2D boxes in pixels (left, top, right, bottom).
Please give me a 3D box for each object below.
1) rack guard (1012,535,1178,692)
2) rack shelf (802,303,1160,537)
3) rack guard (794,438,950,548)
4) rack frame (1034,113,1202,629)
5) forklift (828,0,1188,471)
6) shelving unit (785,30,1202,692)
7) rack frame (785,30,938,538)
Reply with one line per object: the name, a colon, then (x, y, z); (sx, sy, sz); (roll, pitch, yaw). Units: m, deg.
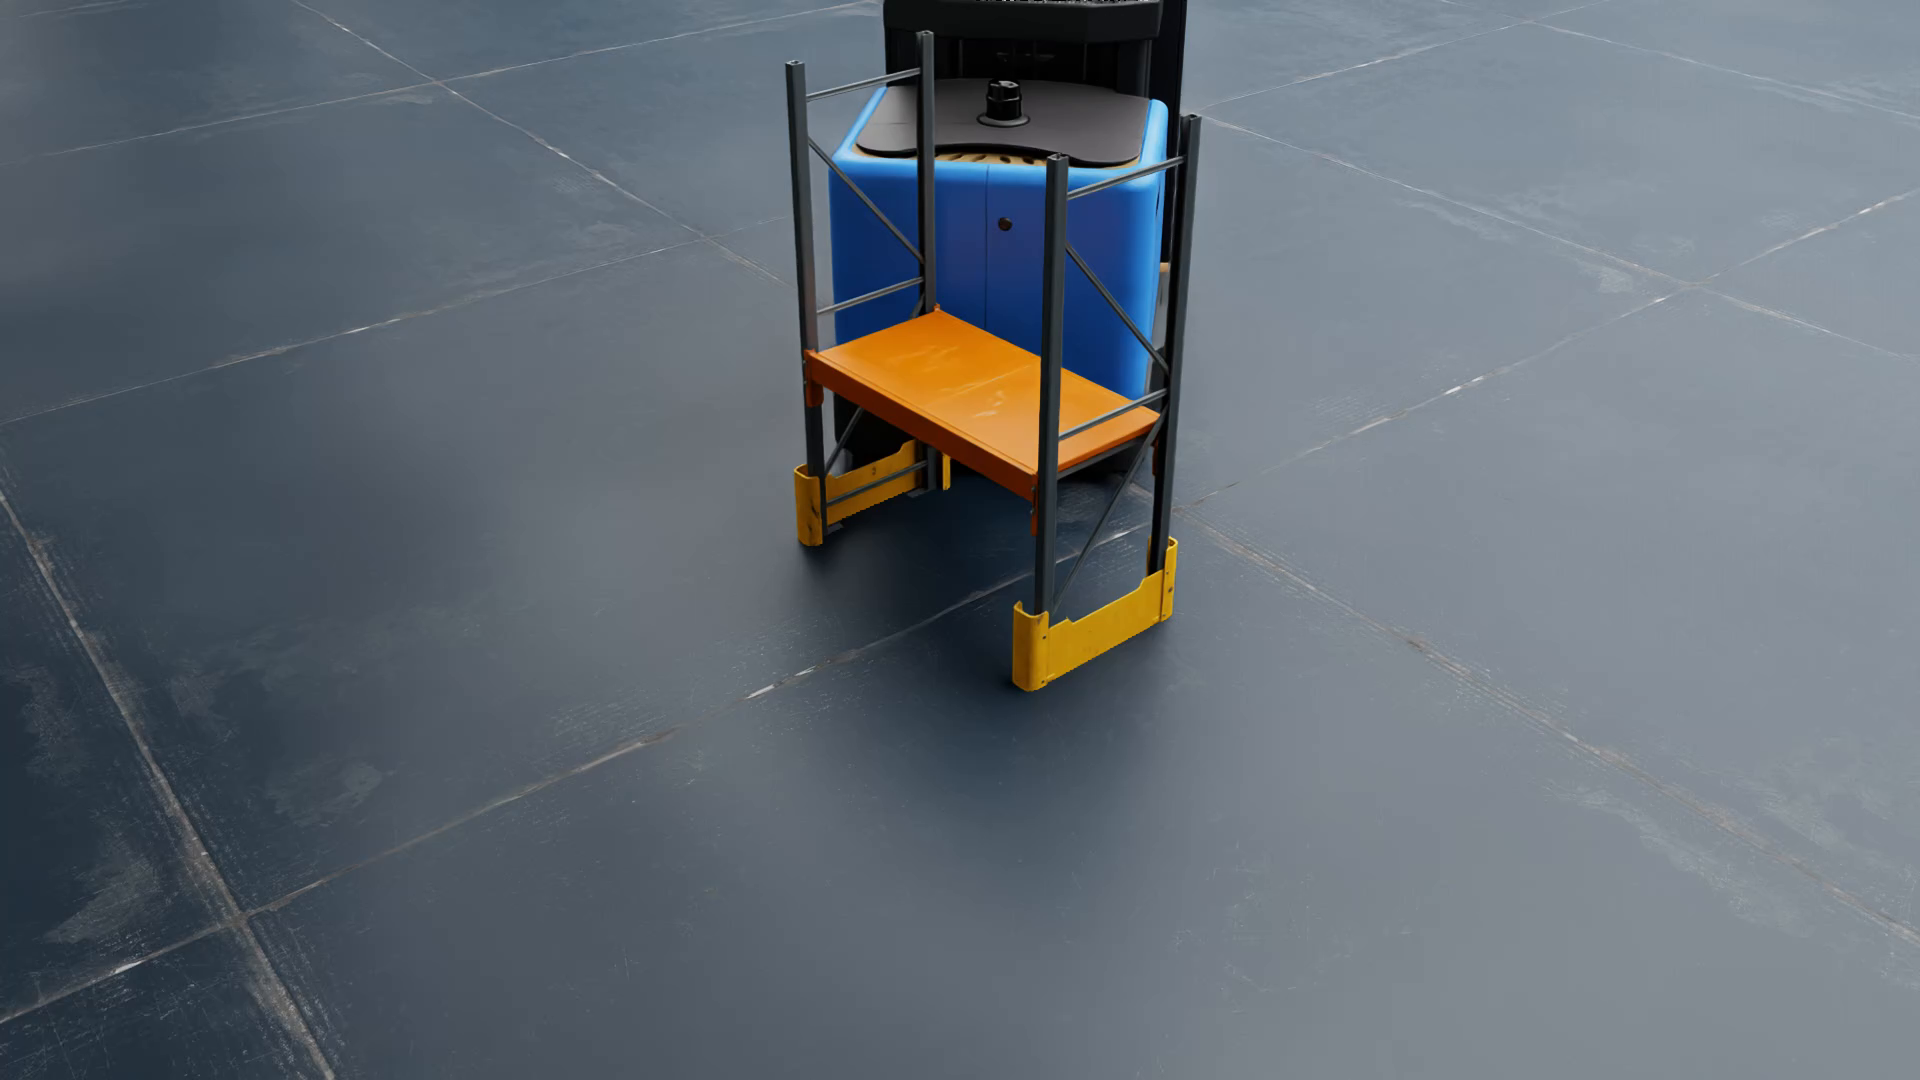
rack guard: (0.384, 0.199, 4.692); (0.587, 0.250, 0.087); (-25, 40, -34)
rack shelf: (0.062, -0.373, 4.770); (0.538, 0.185, 1.000); (-25, 40, -34)
rack guard: (-0.272, -0.196, 5.329); (0.587, 0.250, 0.087); (-25, 40, -34)
rack frame: (0.397, -0.324, 4.350); (0.500, 1.500, 0.032); (-25, 40, -34)
forklift: (0.307, -2.233, 6.067); (1.130, 2.935, 3.031); (5, 32, 7)
shelving unit: (0.056, -0.529, 4.681); (0.587, 1.500, 1.083); (-25, 40, -34)
rack frame: (-0.273, -0.728, 5.000); (0.500, 1.500, 0.032); (-25, 40, -34)
